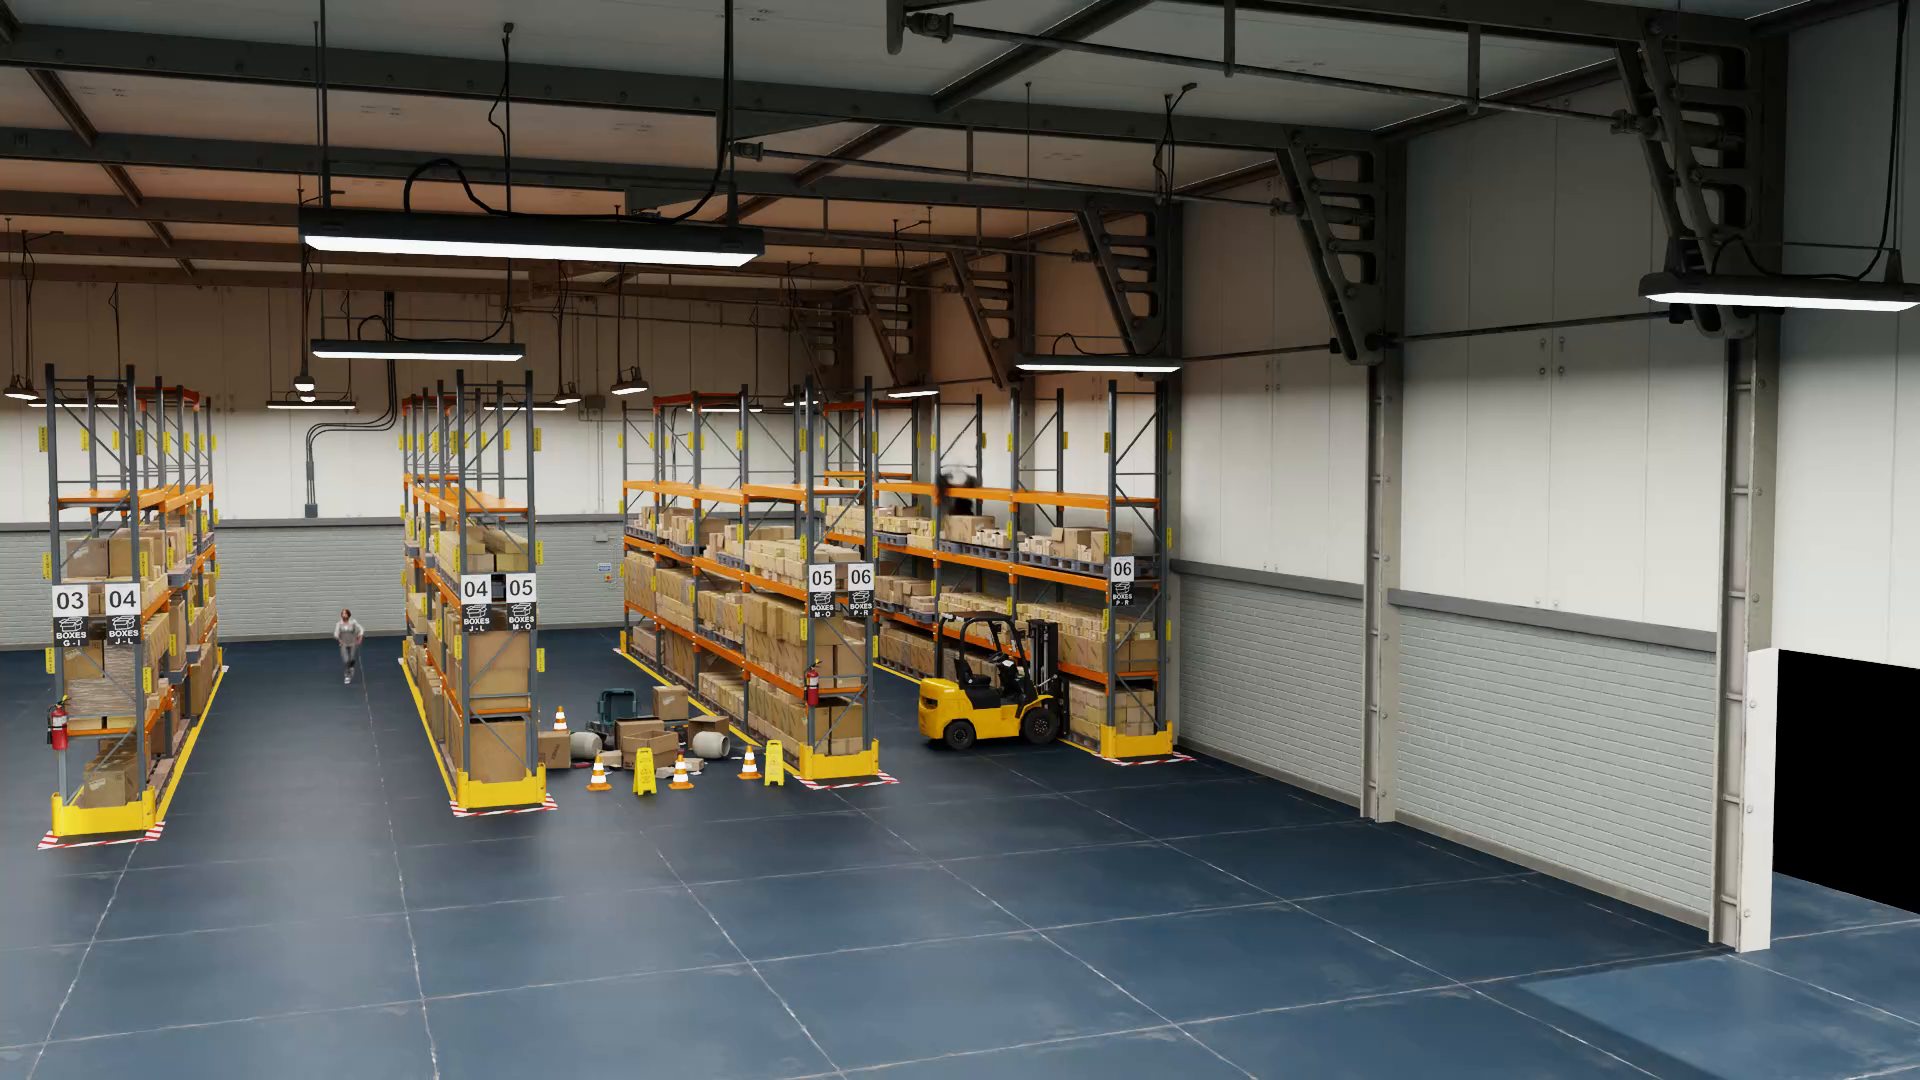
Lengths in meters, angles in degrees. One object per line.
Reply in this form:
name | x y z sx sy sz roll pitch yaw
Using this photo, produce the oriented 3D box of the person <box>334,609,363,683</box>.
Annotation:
person | -12.735 2.211 34.631 0.568 1.560 0.595 -1 3 -12
